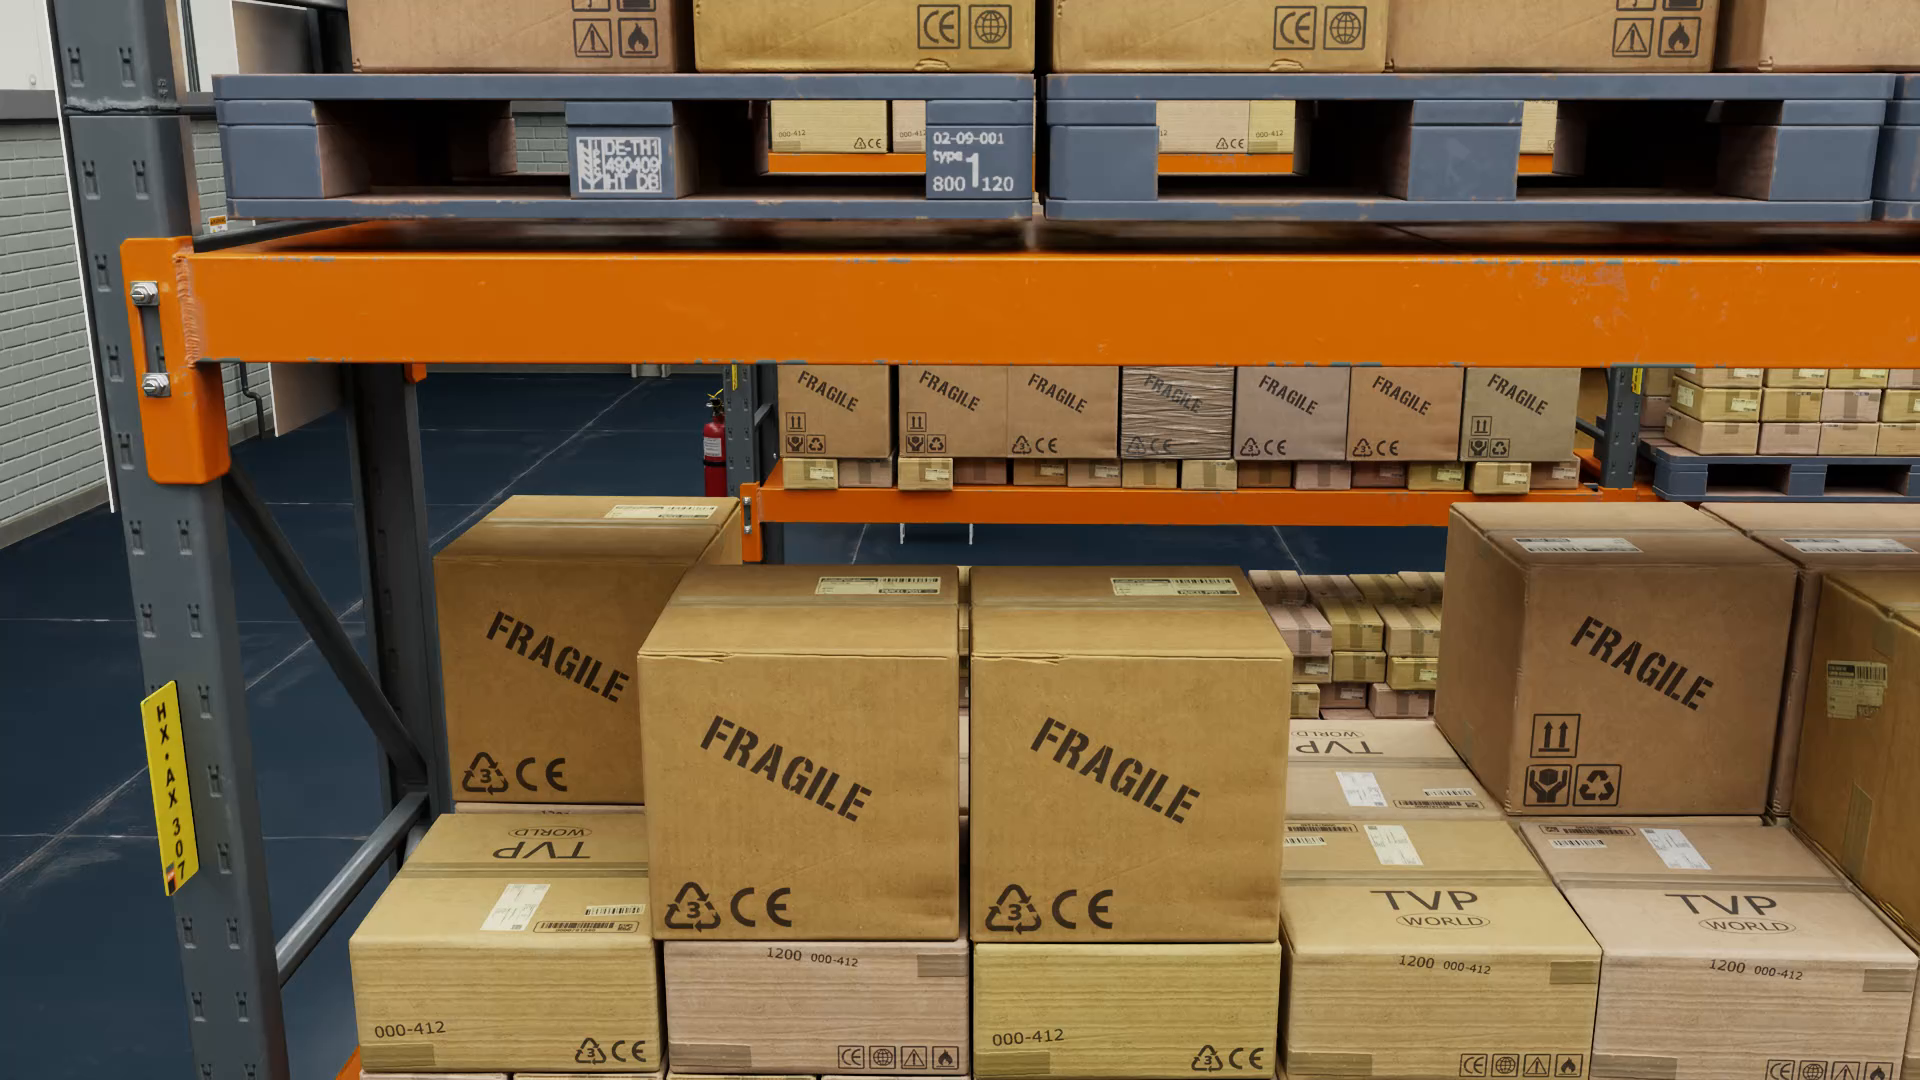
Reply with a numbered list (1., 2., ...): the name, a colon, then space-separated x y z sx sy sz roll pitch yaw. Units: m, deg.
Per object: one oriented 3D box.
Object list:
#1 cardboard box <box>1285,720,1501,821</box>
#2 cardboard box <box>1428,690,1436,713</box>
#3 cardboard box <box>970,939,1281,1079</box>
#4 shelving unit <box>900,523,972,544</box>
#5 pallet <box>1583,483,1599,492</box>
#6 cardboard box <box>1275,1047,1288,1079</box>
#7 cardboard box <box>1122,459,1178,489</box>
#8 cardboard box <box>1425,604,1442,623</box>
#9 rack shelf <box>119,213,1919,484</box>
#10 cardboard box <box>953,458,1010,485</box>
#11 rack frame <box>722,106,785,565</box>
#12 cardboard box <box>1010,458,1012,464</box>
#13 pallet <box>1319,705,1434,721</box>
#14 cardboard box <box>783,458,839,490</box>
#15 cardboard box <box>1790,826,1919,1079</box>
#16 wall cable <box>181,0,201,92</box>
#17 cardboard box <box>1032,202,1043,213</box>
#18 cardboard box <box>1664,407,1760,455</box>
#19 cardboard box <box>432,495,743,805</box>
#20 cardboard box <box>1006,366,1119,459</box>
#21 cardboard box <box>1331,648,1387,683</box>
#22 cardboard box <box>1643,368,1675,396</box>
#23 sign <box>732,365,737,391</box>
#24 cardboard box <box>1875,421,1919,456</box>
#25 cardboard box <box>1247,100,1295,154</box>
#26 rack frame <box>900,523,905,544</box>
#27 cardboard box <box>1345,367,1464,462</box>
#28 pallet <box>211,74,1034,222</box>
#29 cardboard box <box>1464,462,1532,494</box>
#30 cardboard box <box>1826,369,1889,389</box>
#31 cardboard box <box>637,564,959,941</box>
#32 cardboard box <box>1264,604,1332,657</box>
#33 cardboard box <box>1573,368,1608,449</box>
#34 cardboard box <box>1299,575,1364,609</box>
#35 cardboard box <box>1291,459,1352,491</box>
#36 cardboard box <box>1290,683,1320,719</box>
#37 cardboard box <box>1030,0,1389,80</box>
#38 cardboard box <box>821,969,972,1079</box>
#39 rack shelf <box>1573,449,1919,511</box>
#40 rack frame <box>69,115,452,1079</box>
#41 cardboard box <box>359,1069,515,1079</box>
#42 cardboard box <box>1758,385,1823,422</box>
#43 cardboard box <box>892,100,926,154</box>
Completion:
1. cardboard box: 0.803 0.581 3.470 0.500 0.250 0.500 0 15 2
2. cardboard box: 2.344 0.706 8.050 0.250 0.149 0.380 1 15 3
3. cardboard box: 0.270 0.714 2.965 0.500 0.250 0.500 0 15 0
4. shelving unit: -0.165 -0.581 11.691 0.503 1.200 0.258 0 15 1
5. pallet: 5.023 -0.452 13.141 1.213 0.211 1.003 0 15 1
6. cardboard box: 0.660 0.925 2.946 0.250 0.149 0.380 0 15 0
7. cardboard box: 0.879 -0.353 7.789 0.250 0.149 0.380 1 15 3
8. cardboard box: 2.383 0.429 7.931 0.250 0.149 0.380 1 15 2
9. rack shelf: 0.775 -0.382 2.939 4.000 0.370 1.077 0 15 1
10. cardboard box: 0.104 -0.376 7.879 0.250 0.149 0.380 1 15 4
11. rack frame: -0.997 -0.557 8.071 0.127 3.000 1.000 0 15 1
12. cardboard box: 0.353 -0.491 8.315 0.250 0.149 0.380 0 15 -1
13. pallet: 2.330 0.822 8.310 1.213 0.211 1.003 0 15 1
14. cardboard box: -0.681 -0.350 7.778 0.250 0.149 0.380 0 15 1
15. cardboard box: 1.809 0.723 2.929 0.500 0.250 0.500 1 15 3
16. wall cable: -6.534 -5.606 15.375 0.133 3.039 2.988 0 15 1
17. cardboard box: 0.533 -2.273 12.419 0.500 0.500 0.500 0 15 1
18. cardboard box: 3.384 -0.493 7.496 0.250 0.149 0.380 0 15 -1
19. cardboard box: -0.731 0.210 3.406 0.500 0.500 0.500 1 15 2
20. cardboard box: 0.470 -0.672 7.729 0.500 0.500 0.500 1 15 2
21. cardboard box: 1.892 0.557 8.030 0.250 0.149 0.380 1 15 2
22. cardboard box: 3.405 -0.804 8.093 0.250 0.149 0.380 1 15 3
23. sign: -1.011 -0.837 7.436 0.005 0.325 0.100 0 15 1
24. cardboard box: 4.162 -0.488 7.478 0.250 0.149 0.380 1 15 2
25. cardboard box: 1.498 -1.852 7.395 0.500 0.250 0.500 0 15 1
26. rack frame: -0.409 -0.583 11.697 0.015 1.200 0.240 0 15 1
27. cardboard box: 1.992 -0.658 7.674 0.500 0.500 0.500 0 15 0
28. pallet: -0.483 -0.698 2.899 1.213 0.211 1.003 0 15 1
29. cardboard box: 2.450 -0.325 7.686 0.250 0.149 0.380 0 15 0
30. cardboard box: 3.919 -0.778 7.410 0.250 0.149 0.380 1 15 2
31. cardboard box: -0.252 0.349 2.879 0.500 0.500 0.500 0 15 0
32. cardboard box: 1.604 0.430 7.930 0.250 0.149 0.380 0 15 -1
33. cardboard box: 4.552 -0.982 13.024 0.875 0.875 0.875 1 15 3
34. cardboard box: 1.874 0.300 8.422 0.250 0.149 0.380 0 15 0
35. cardboard box: 1.655 -0.344 7.758 0.250 0.149 0.380 0 15 -1
36. cardboard box: 1.566 0.722 7.988 0.250 0.149 0.380 0 15 1
37. cardboard box: 0.374 -1.028 2.760 0.500 0.500 0.700 -1 15 -2
38. cardboard box: -0.105 0.920 2.967 0.250 0.149 0.380 0 15 1
39. rack shelf: 5.001 -0.170 8.014 4.000 0.370 1.077 0 15 1
40. rack frame: -1.225 0.707 3.279 0.127 3.000 1.000 0 15 1
41. cardboard box: -0.878 0.915 2.983 0.250 0.149 0.380 1 15 2
42. cardboard box: 3.643 -0.635 7.454 0.250 0.149 0.380 0 15 0
43. cardboard box: -0.028 -1.862 7.432 0.500 0.250 0.500 1 15 3
